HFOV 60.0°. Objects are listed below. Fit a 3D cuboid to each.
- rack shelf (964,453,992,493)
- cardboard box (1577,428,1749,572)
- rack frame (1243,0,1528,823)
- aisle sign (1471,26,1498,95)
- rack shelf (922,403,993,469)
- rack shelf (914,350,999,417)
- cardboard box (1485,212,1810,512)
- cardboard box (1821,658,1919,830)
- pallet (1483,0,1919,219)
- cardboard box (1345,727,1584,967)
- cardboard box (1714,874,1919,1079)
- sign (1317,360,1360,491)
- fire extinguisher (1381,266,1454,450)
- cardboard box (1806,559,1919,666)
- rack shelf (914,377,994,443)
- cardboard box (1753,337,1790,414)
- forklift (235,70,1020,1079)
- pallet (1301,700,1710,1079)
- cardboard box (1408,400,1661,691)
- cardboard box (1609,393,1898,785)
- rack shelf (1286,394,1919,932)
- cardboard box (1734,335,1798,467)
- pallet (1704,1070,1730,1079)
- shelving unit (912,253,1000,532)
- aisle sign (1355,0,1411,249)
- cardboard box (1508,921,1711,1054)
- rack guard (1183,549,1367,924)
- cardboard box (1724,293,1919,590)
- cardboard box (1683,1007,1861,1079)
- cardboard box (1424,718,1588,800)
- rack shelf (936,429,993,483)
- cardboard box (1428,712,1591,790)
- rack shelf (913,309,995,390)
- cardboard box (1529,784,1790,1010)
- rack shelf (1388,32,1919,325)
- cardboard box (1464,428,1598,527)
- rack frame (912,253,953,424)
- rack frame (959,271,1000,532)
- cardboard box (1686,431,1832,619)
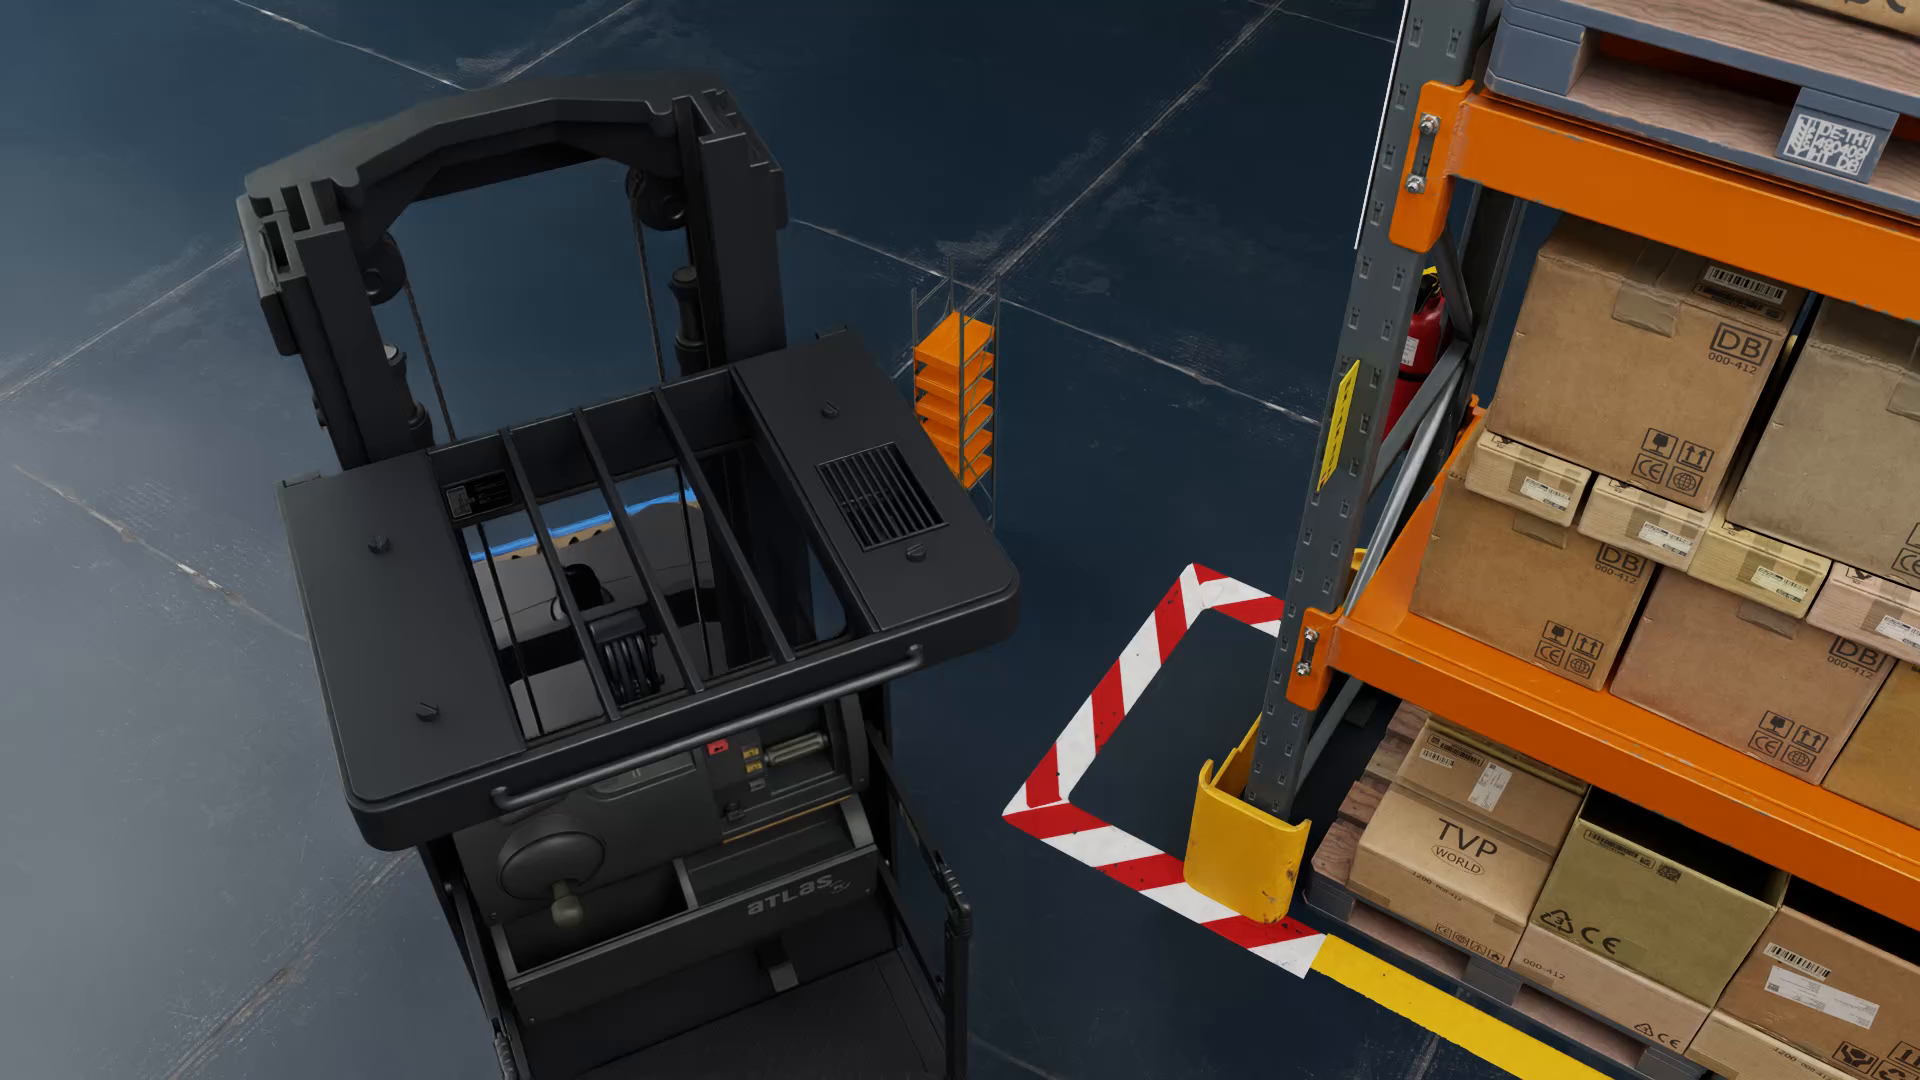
[{"bbox_3d":[-0.012,-0.226,6.029,0.180,0.103,0.258,25,51,22],"label":"rack shelf"},{"bbox_3d":[1.594,-0.136,3.769,0.250,0.149,0.380,23,50,21],"label":"cardboard box"},{"bbox_3d":[1.156,-0.258,4.409,0.127,3.000,1.000,25,51,22],"label":"rack frame"},{"bbox_3d":[1.260,-1.366,3.674,0.004,0.787,0.394,25,51,22],"label":"aisle sign"},{"bbox_3d":[-0.012,-0.393,5.857,0.180,0.103,0.258,25,51,22],"label":"rack shelf"},{"bbox_3d":[-0.012,-0.560,5.685,0.180,0.103,0.258,25,51,22],"label":"rack shelf"},{"bbox_3d":[1.587,-0.536,3.705,0.500,0.500,0.700,25,51,22],"label":"cardboard box"},{"bbox_3d":[2.402,0.292,3.805,0.500,0.500,0.700,25,51,22],"label":"cardboard box"},{"bbox_3d":[1.738,-0.983,3.084,1.213,0.211,1.003,25,51,22],"label":"pallet"},{"bbox_3d":[1.488,0.896,4.912,0.500,0.250,0.500,25,51,22],"label":"cardboard box"},{"bbox_3d":[2.337,1.013,4.276,0.500,0.500,0.500,25,51,22],"label":"cardboard box"},{"bbox_3d":[0.852,-0.254,3.747,0.005,0.325,0.100,25,51,22],"label":"sign"},{"bbox_3d":[1.308,-0.557,4.754,0.183,0.674,0.296,25,51,22],"label":"fire extinguisher"},{"bbox_3d":[2.015,0.060,3.578,0.250,0.149,0.380,24,50,22],"label":"cardboard box"},{"bbox_3d":[-0.012,-0.476,5.771,0.180,0.103,0.258,25,51,22],"label":"rack shelf"},{"bbox_3d":[1.802,-0.385,4.011,0.250,0.149,0.380,26,51,23],"label":"cardboard box"},{"bbox_3d":[-0.569,0.655,3.570,1.130,2.935,3.031,-18,48,-17],"label":"forklift"},{"bbox_3d":[1.823,0.985,5.146,1.213,0.211,1.003,25,51,22],"label":"pallet"},{"bbox_3d":[1.542,-0.104,4.190,0.500,0.500,0.700,25,51,22],"label":"cardboard box"},{"bbox_3d":[1.987,0.096,3.995,0.500,0.500,0.700,26,51,23],"label":"cardboard box"},{"bbox_3d":[2.840,0.767,3.914,4.000,0.370,1.077,25,51,22],"label":"rack shelf"},{"bbox_3d":[2.017,-0.286,3.915,0.250,0.149,0.380,24,50,22],"label":"cardboard box"},{"bbox_3d":[2.846,1.458,4.686,1.213,0.211,1.003,25,51,22],"label":"pallet"},{"bbox_3d":[-0.012,-0.424,5.825,0.189,1.200,0.258,25,51,22],"label":"shelving unit"},{"bbox_3d":[0.936,-1.004,3.322,0.004,0.787,0.394,25,51,22],"label":"aisle sign"},{"bbox_3d":[1.911,1.087,4.726,0.500,0.250,0.500,25,51,22],"label":"cardboard box"},{"bbox_3d":[1.136,0.604,5.314,0.348,0.500,1.175,25,51,22],"label":"rack guard"},{"bbox_3d":[2.033,-0.335,3.510,0.500,0.500,0.700,23,50,21],"label":"cardboard box"},{"bbox_3d":[2.331,1.281,4.538,0.500,0.250,0.500,25,51,22],"label":"cardboard box"},{"bbox_3d":[1.767,0.583,5.216,0.500,0.250,0.500,25,51,22],"label":"cardboard box"},{"bbox_3d":[-0.012,-0.309,5.943,0.180,0.103,0.258,25,51,22],"label":"rack shelf"},{"bbox_3d":[1.768,0.321,4.948,0.500,0.500,0.500,25,51,22],"label":"cardboard box"},{"bbox_3d":[-0.012,-0.644,5.599,0.180,0.103,0.258,25,51,22],"label":"rack shelf"},{"bbox_3d":[1.910,0.827,4.456,0.500,0.500,0.500,25,51,22],"label":"cardboard box"},{"bbox_3d":[2.840,-0.278,2.839,4.000,0.370,1.077,25,51,22],"label":"rack shelf"},{"bbox_3d":[1.370,-0.237,3.866,0.250,0.149,0.380,24,51,22],"label":"cardboard box"},{"bbox_3d":[-0.089,-0.459,5.860,0.006,1.200,0.240,25,51,22],"label":"rack frame"},{"bbox_3d":[0.065,-0.388,5.791,0.006,1.200,0.240,25,51,22],"label":"rack frame"},{"bbox_3d":[1.803,-0.039,3.674,0.250,0.149,0.380,25,51,22],"label":"cardboard box"}]
